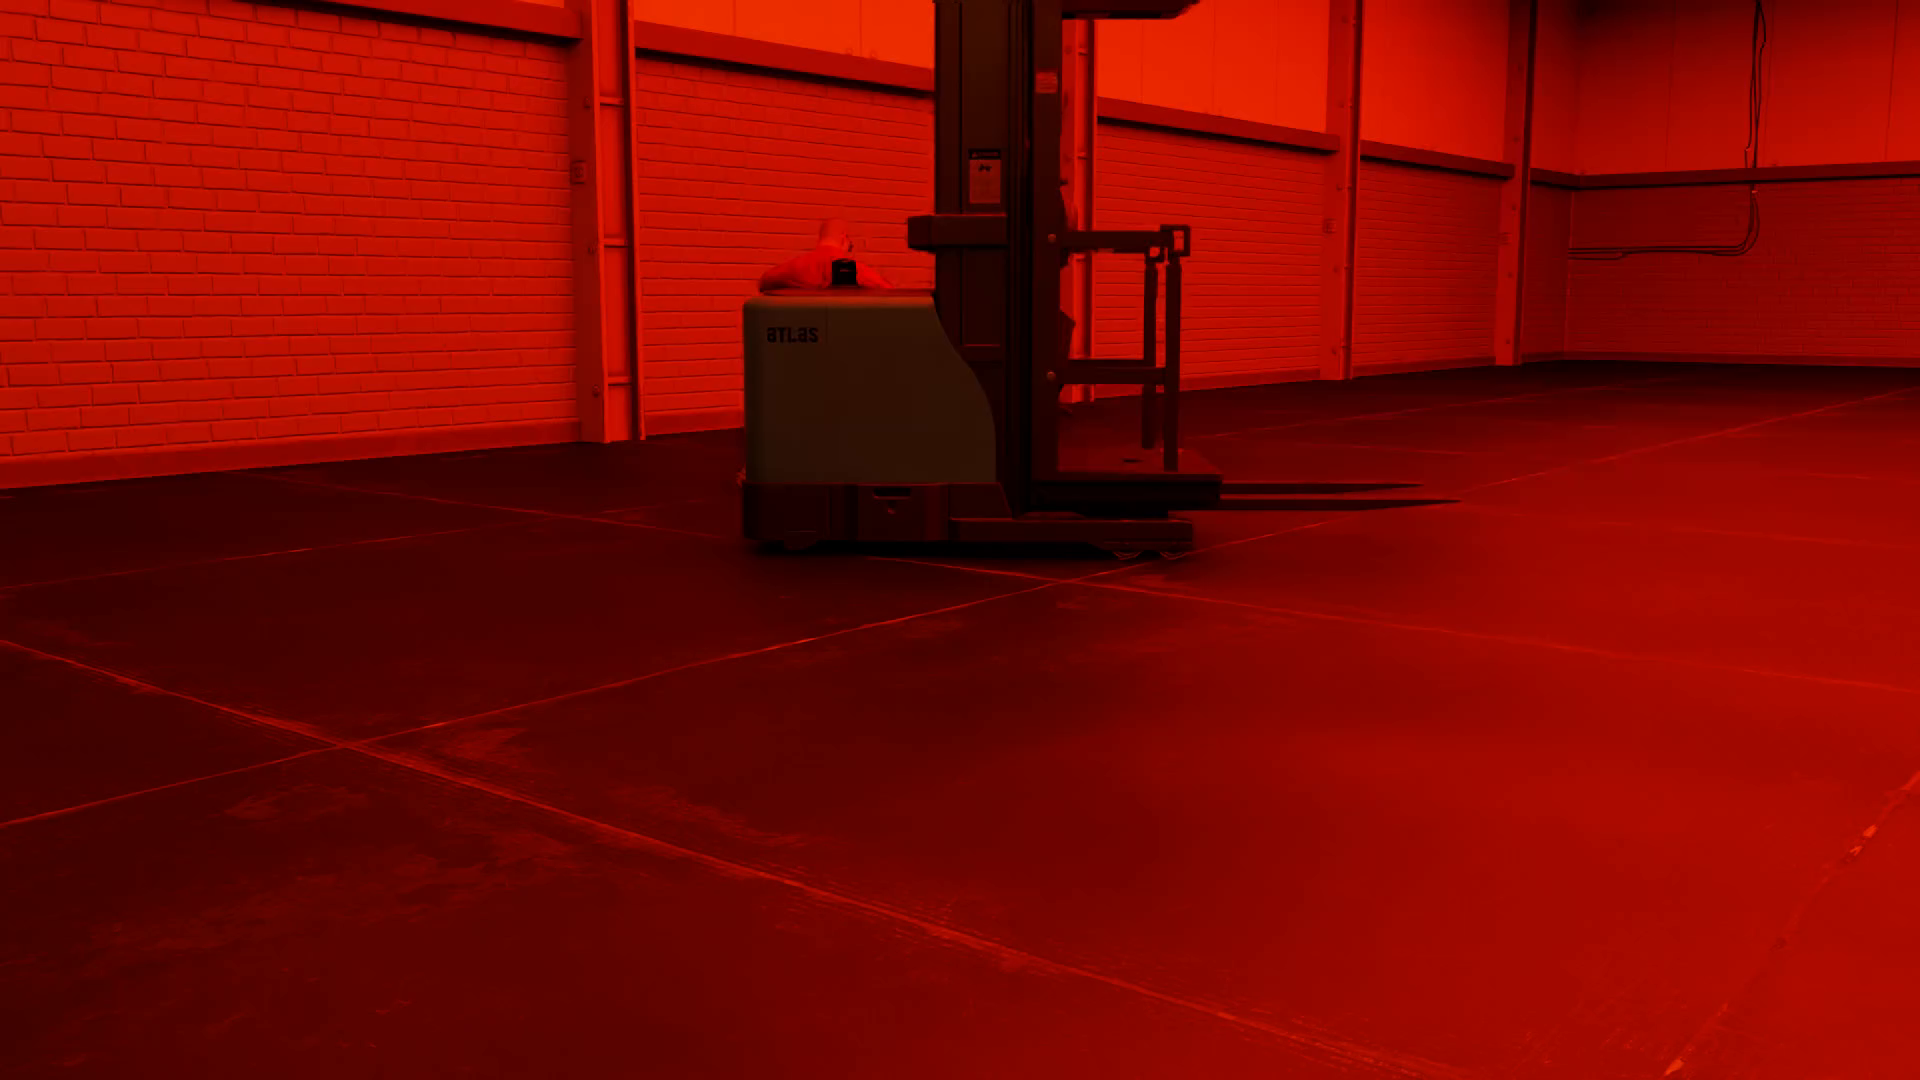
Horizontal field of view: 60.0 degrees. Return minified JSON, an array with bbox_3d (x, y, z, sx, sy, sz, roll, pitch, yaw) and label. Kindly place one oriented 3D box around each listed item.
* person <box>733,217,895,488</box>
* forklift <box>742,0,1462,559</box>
[{"bbox_3d":[-0.681,-1.002,9.141,1.146,1.506,0.688,3,9,22],"label":"person"},{"bbox_3d":[0.611,-1.449,7.185,3.031,2.935,1.130,0,8,1],"label":"forklift"}]
